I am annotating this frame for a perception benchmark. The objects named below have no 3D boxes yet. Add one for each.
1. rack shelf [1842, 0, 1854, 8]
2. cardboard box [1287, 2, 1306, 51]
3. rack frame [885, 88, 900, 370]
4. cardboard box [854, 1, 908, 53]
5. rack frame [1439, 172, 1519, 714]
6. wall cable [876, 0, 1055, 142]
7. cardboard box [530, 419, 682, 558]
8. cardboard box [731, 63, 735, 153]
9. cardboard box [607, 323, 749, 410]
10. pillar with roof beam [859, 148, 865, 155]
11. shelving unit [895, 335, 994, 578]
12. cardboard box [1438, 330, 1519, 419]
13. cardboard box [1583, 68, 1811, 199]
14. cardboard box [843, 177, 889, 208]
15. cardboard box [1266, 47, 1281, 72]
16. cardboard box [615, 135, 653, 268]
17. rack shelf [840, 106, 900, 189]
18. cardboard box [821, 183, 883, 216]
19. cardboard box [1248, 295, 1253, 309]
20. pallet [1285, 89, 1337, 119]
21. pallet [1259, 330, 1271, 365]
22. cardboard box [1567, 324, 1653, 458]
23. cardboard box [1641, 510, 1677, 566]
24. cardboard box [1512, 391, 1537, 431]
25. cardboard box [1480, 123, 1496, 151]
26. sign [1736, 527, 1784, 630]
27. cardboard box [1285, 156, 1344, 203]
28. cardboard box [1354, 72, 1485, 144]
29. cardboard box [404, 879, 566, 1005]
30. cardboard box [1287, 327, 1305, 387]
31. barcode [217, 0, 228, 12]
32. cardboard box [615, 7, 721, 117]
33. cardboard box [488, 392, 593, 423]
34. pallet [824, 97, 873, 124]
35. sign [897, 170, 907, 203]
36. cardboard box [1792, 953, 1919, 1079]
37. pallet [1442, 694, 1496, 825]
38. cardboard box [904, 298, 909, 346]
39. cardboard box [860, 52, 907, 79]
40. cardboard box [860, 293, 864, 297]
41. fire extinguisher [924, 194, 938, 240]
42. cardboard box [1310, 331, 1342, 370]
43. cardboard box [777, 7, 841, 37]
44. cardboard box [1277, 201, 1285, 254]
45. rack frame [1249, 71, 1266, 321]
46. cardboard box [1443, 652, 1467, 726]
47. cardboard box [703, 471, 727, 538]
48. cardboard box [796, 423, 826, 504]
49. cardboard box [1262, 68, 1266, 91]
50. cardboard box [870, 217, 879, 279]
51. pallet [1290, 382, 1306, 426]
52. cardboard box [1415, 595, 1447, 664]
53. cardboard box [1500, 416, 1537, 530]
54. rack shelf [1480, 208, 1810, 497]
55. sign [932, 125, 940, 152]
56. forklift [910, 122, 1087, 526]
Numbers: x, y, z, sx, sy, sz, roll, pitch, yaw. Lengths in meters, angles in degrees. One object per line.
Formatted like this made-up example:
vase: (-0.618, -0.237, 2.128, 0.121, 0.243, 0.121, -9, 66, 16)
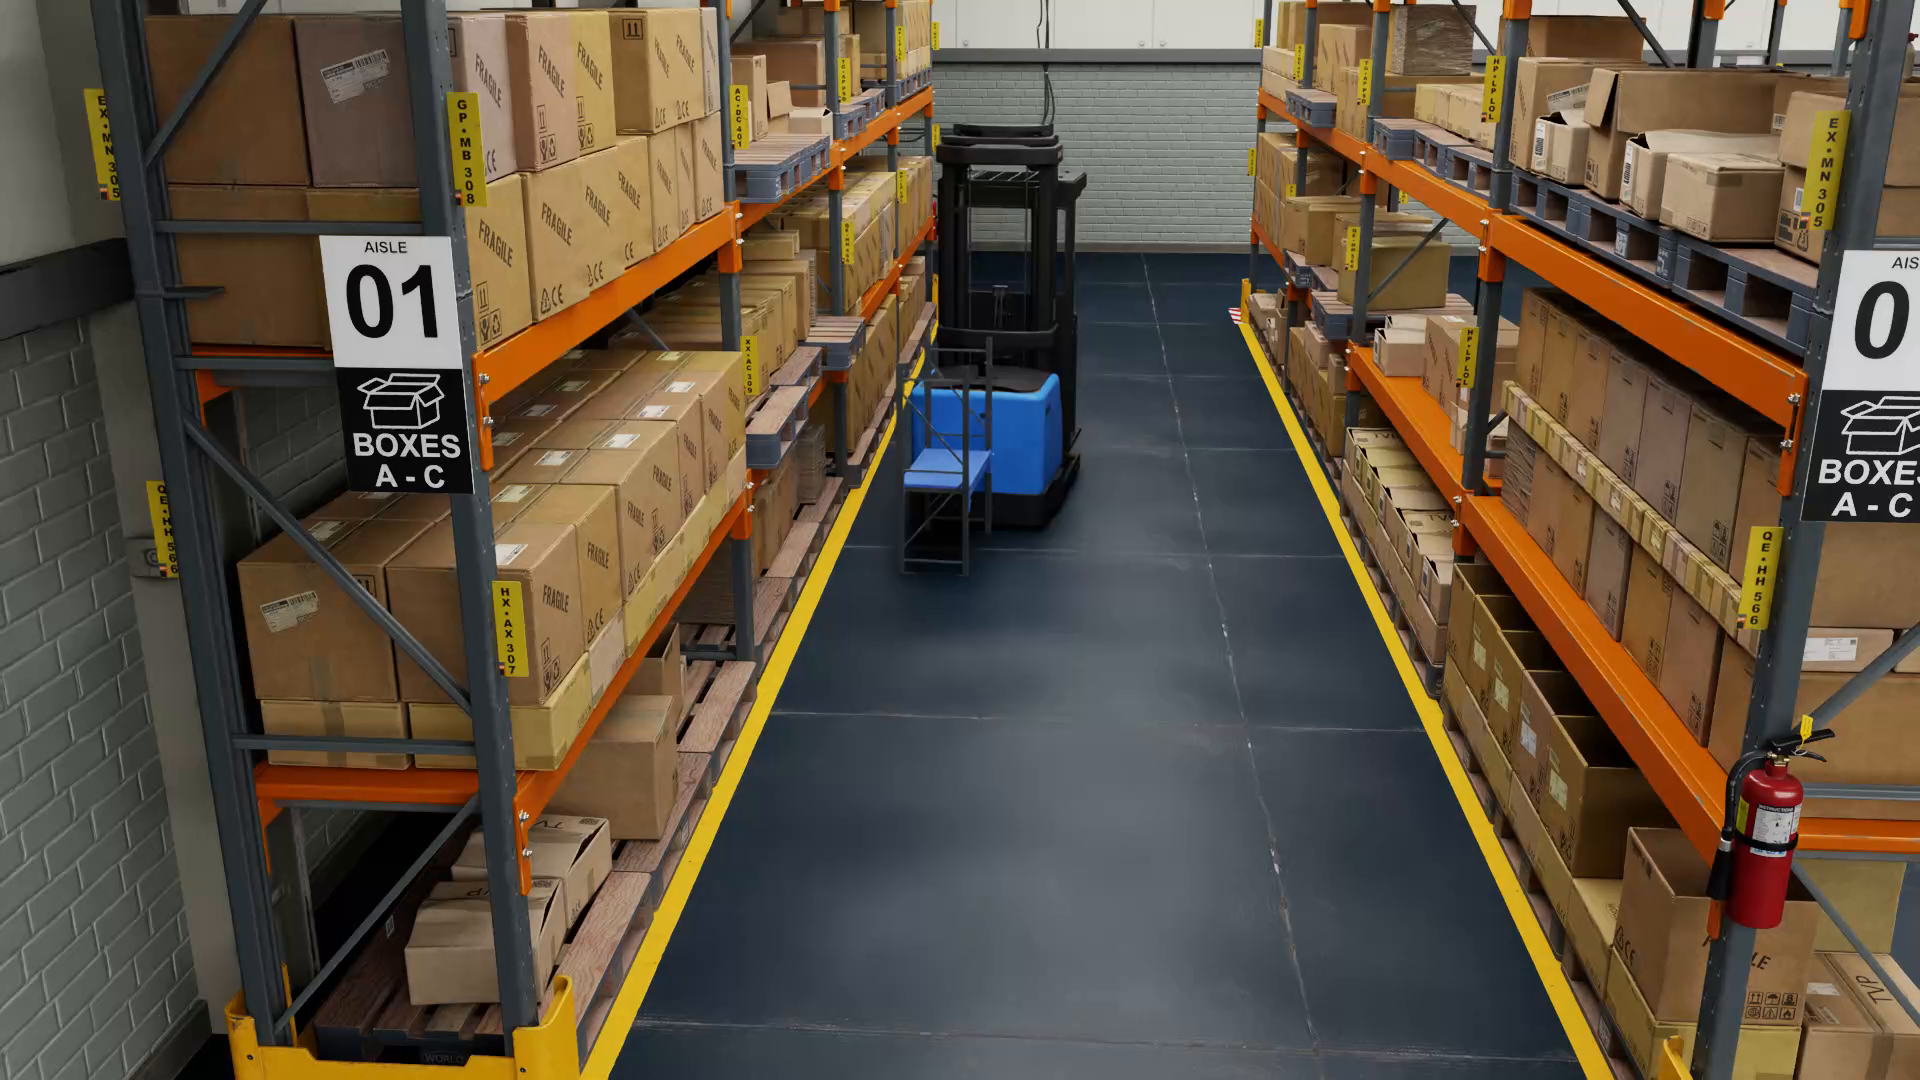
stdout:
rack shelf: (8.610, -4.517, 13.555, 1.077, 0.370, 4.000, 1, 18, 4)
cardboard box: (3.901, -5.498, 17.800, 0.700, 0.500, 0.500, 1, 18, 4)
rack frame: (-1.128, -3.041, 16.886, 1.000, 3.000, 0.127, 1, 18, 4)
cardboard box: (-0.797, -5.213, 16.901, 0.500, 0.500, 0.500, 1, 18, 3)
rack frame: (3.240, -0.447, 8.969, 1.000, 3.000, 0.127, 1, 18, 4)
wall cable: (-0.079, -7.407, 25.563, 3.097, 2.526, 0.112, 1, 18, 4)
cardboard box: (-1.541, -0.224, 7.294, 0.500, 0.500, 0.500, 2, 18, 6)
cardboard box: (-1.583, -2.397, 9.268, 0.500, 0.500, 0.500, 4, 19, 12)
cardboard box: (-1.631, -0.970, 9.699, 0.700, 0.500, 0.500, 1, 18, 4)
pillar with roof beam: (2.783, -7.896, 22.068, 9.100, 9.000, 0.400, 1, 18, 4)
shelving unit: (-0.099, -0.621, 11.909, 0.538, 1.500, 1.048, 3, 18, 9)
cardboard box: (3.385, -1.052, 10.654, 0.500, 0.500, 0.500, 1, 18, 4)
cardboard box: (2.996, -1.679, 6.846, 0.797, 0.503, 0.637, 3, 18, 10)
cardboard box: (-0.953, -3.286, 15.760, 0.500, 0.250, 0.500, 2, 18, 5)
cardboard box: (3.760, -5.456, 18.879, 0.500, 0.250, 0.500, 1, 18, 4)
cardboard box: (-1.591, -1.389, 6.834, 0.500, 0.500, 0.500, 2, 18, 7)
rack shelf: (-1.271, -3.503, 14.635, 1.077, 0.370, 4.000, 1, 18, 4)
cardboard box: (-0.989, -3.128, 15.276, 0.500, 0.250, 0.500, 2, 18, 5)
cardboard box: (3.727, -2.906, 20.345, 0.380, 0.149, 0.250, 1, 18, 4)
pallet: (3.696, -4.066, 15.501, 1.213, 0.211, 1.003, 1, 18, 4)
pallet: (3.948, -2.199, 18.796, 1.003, 0.211, 1.213, 1, 18, 4)
cardboard box: (3.143, -0.660, 7.377, 0.700, 0.500, 0.500, 1, 18, 4)
cardboard box: (2.864, -0.003, 6.414, 0.380, 0.149, 0.250, 2, 18, 6)
cardboard box: (3.009, -0.645, 8.373, 0.380, 0.149, 0.250, 2, 18, 5)
cardboard box: (3.330, -2.362, 9.564, 0.500, 0.250, 0.500, 0, 18, -1)
sign: (2.413, 0.116, 5.011, 0.100, 0.325, 0.005, 1, 18, 4)
cardboard box: (3.591, -3.617, 16.877, 0.500, 0.500, 0.500, 1, 18, 4)
cardboard box: (3.524, -3.298, 12.694, 0.910, 0.500, 0.500, 1, 18, 4)
cardboard box: (-1.849, 1.542, 6.511, 0.500, 0.311, 0.500, -1, 18, -2)
cardboard box: (3.535, -1.808, 16.431, 0.500, 0.500, 0.500, 0, 18, 1)
barcode: (-2.436, -1.779, 5.487, 0.001, 0.075, 0.075, 1, 18, 4)
cardboard box: (-1.467, -2.352, 8.168, 0.500, 0.500, 0.500, 0, 18, -1)
cardboard box: (-2.026, -0.394, 7.813, 0.500, 0.500, 0.500, 2, 18, 5)
pallet: (-1.344, -3.683, 14.331, 1.003, 0.211, 1.213, 2, 18, 6)
sign: (-0.586, -3.544, 16.690, 0.100, 0.325, 0.005, 1, 18, 4)
cardboard box: (3.213, 1.741, 6.034, 0.500, 0.250, 0.500, 1, 18, 4)
pallet: (3.141, 1.124, 8.652, 1.003, 0.211, 1.213, 1, 18, 4)
cardboard box: (-0.933, -2.438, 18.387, 0.700, 0.500, 0.500, 1, 18, 3)
cardboard box: (-0.816, -4.851, 16.998, 0.500, 0.250, 0.500, 1, 18, 4)
cardboard box: (-1.061, -2.262, 14.881, 0.380, 0.149, 0.250, 1, 18, 4)
fire extinguisher: (-0.370, -4.106, 20.859, 0.296, 0.674, 0.183, 1, 18, 4)
cardboard box: (3.428, -1.698, 14.890, 0.500, 0.250, 0.500, 1, 18, 3)
cardboard box: (-1.347, -4.637, 14.868, 0.500, 0.250, 0.500, 1, 18, 2)
cardboard box: (3.629, -3.300, 17.516, 0.500, 0.500, 0.500, 2, 18, 5)
rack frame: (4.100, -4.174, 20.343, 1.000, 3.000, 0.127, 1, 18, 4)
cardboard box: (2.904, 0.798, 8.913, 0.500, 0.250, 0.500, 1, 18, 4)
cardboard box: (-1.477, -0.186, 8.382, 0.500, 0.250, 0.500, 1, 18, 4)
cardboard box: (-1.414, -0.595, 12.729, 0.700, 0.500, 0.500, 2, 18, 5)
cardboard box: (3.809, -5.374, 19.430, 0.500, 0.250, 0.500, 1, 18, 4)
cardboard box: (-1.012, -2.620, 14.932, 0.500, 0.500, 0.500, 2, 18, 5)
pallet: (3.792, -1.353, 16.212, 1.003, 0.211, 1.213, 1, 18, 4)
cardboard box: (2.980, 0.525, 9.745, 0.500, 0.250, 0.500, 1, 18, 3)
cardboard box: (3.214, -0.356, 8.532, 0.700, 0.500, 0.500, 1, 18, 2)
rack shelf: (3.096, -0.909, 6.718, 1.077, 0.370, 4.000, 1, 18, 4)
sign: (-0.301, -4.929, 20.410, 0.100, 0.325, 0.005, 1, 18, 4)
forklift: (0.415, -1.919, 13.573, 1.130, 2.935, 3.031, 4, 18, 11)
